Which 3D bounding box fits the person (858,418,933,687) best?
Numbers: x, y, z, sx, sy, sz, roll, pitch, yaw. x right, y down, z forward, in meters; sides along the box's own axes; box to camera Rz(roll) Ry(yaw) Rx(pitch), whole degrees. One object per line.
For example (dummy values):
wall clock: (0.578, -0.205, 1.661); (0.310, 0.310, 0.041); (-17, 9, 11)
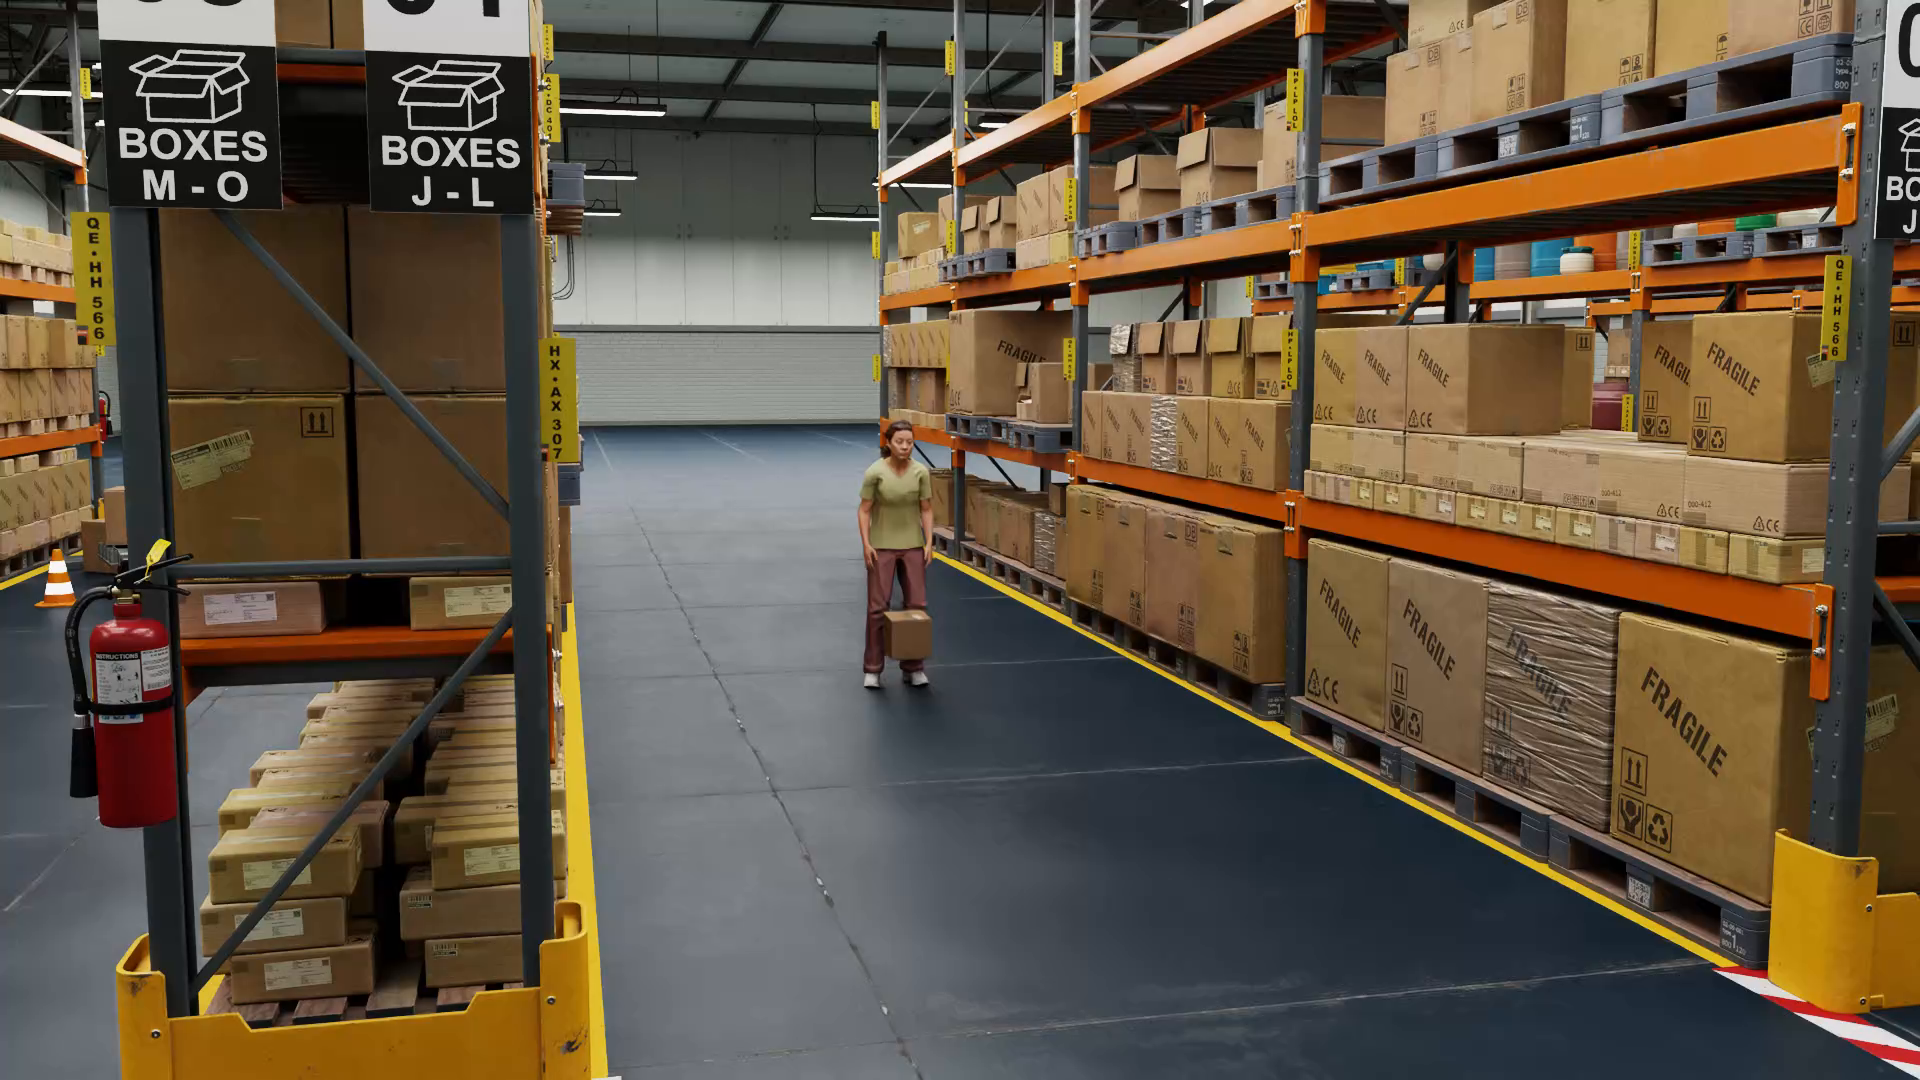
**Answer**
person: (-0.391, 0.075, 10.447); (0.486, 1.674, 0.365); (-2, 6, -15)
